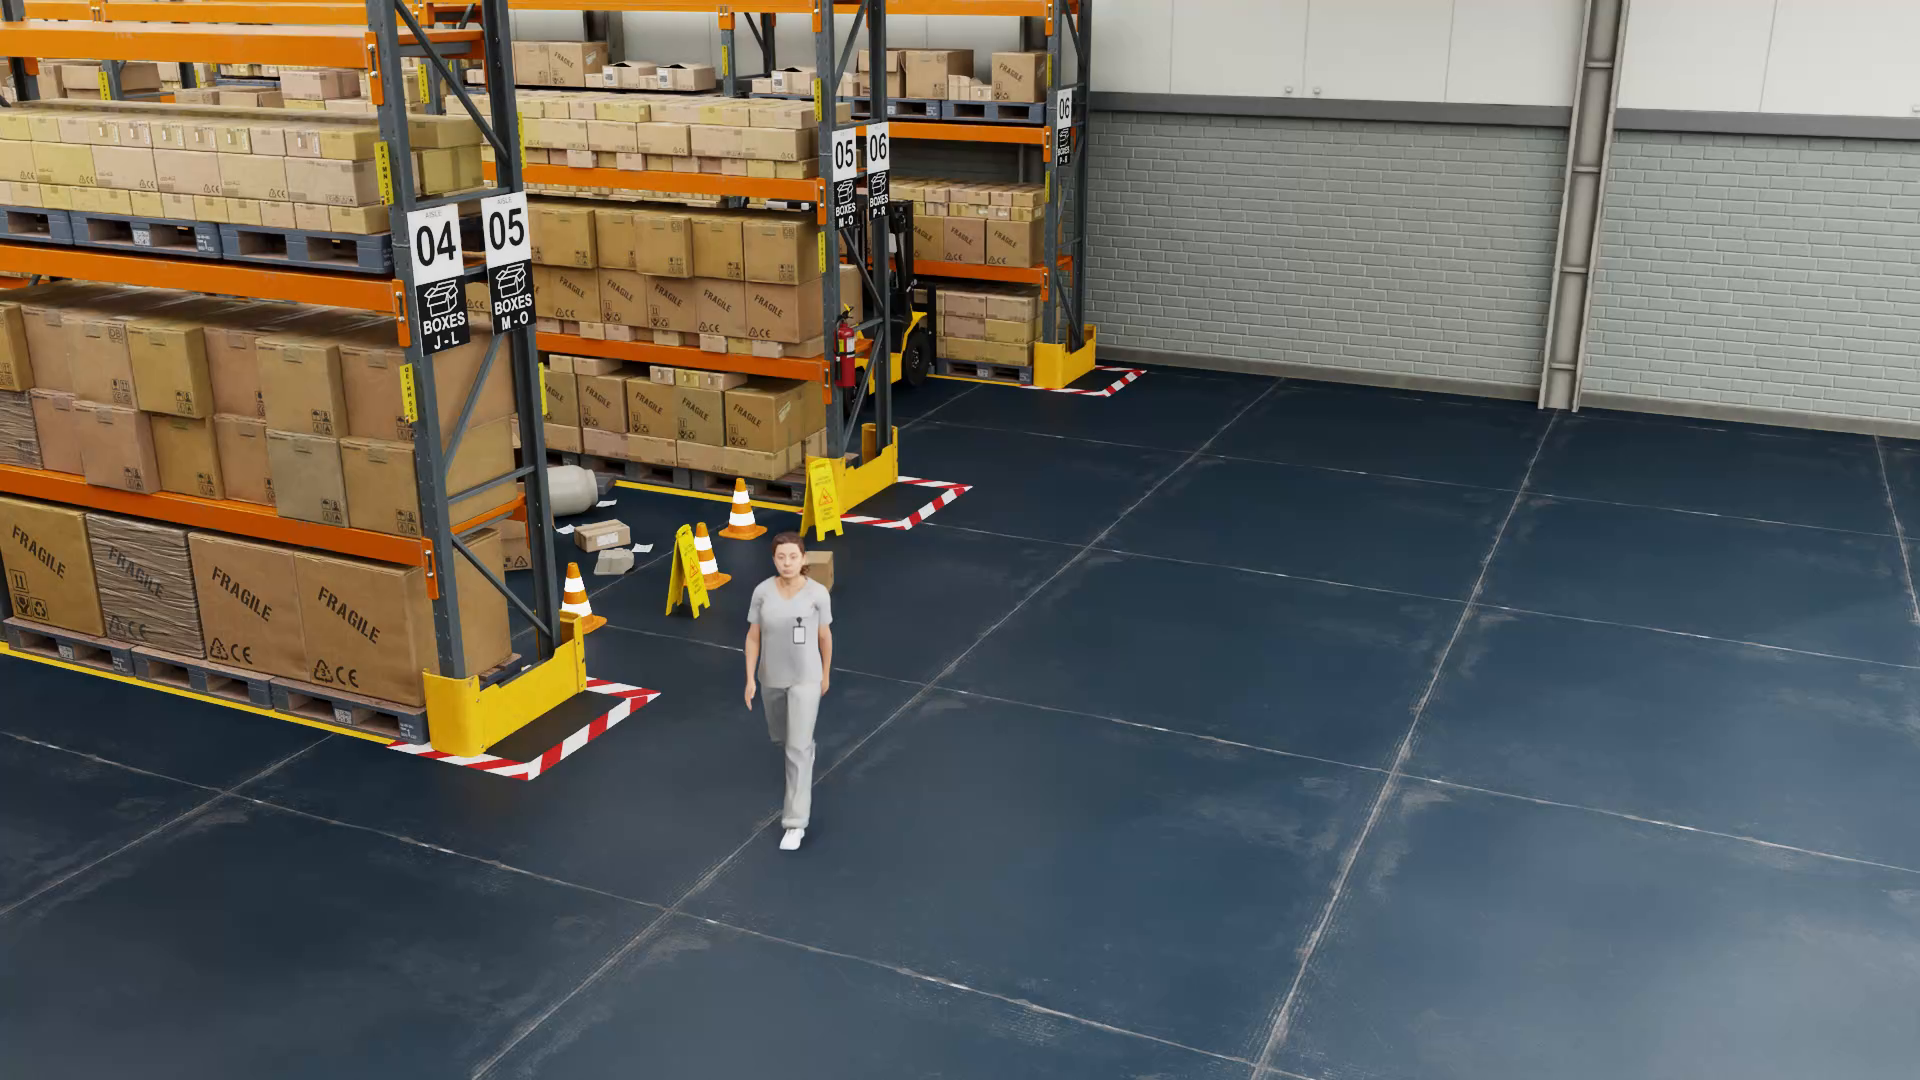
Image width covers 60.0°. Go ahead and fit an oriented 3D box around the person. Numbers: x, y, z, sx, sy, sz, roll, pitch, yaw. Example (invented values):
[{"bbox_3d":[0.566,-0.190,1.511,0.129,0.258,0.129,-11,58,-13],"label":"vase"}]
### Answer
[{"bbox_3d":[-0.915,0.738,8.939,0.446,1.626,0.983,3,19,9],"label":"person"}]
